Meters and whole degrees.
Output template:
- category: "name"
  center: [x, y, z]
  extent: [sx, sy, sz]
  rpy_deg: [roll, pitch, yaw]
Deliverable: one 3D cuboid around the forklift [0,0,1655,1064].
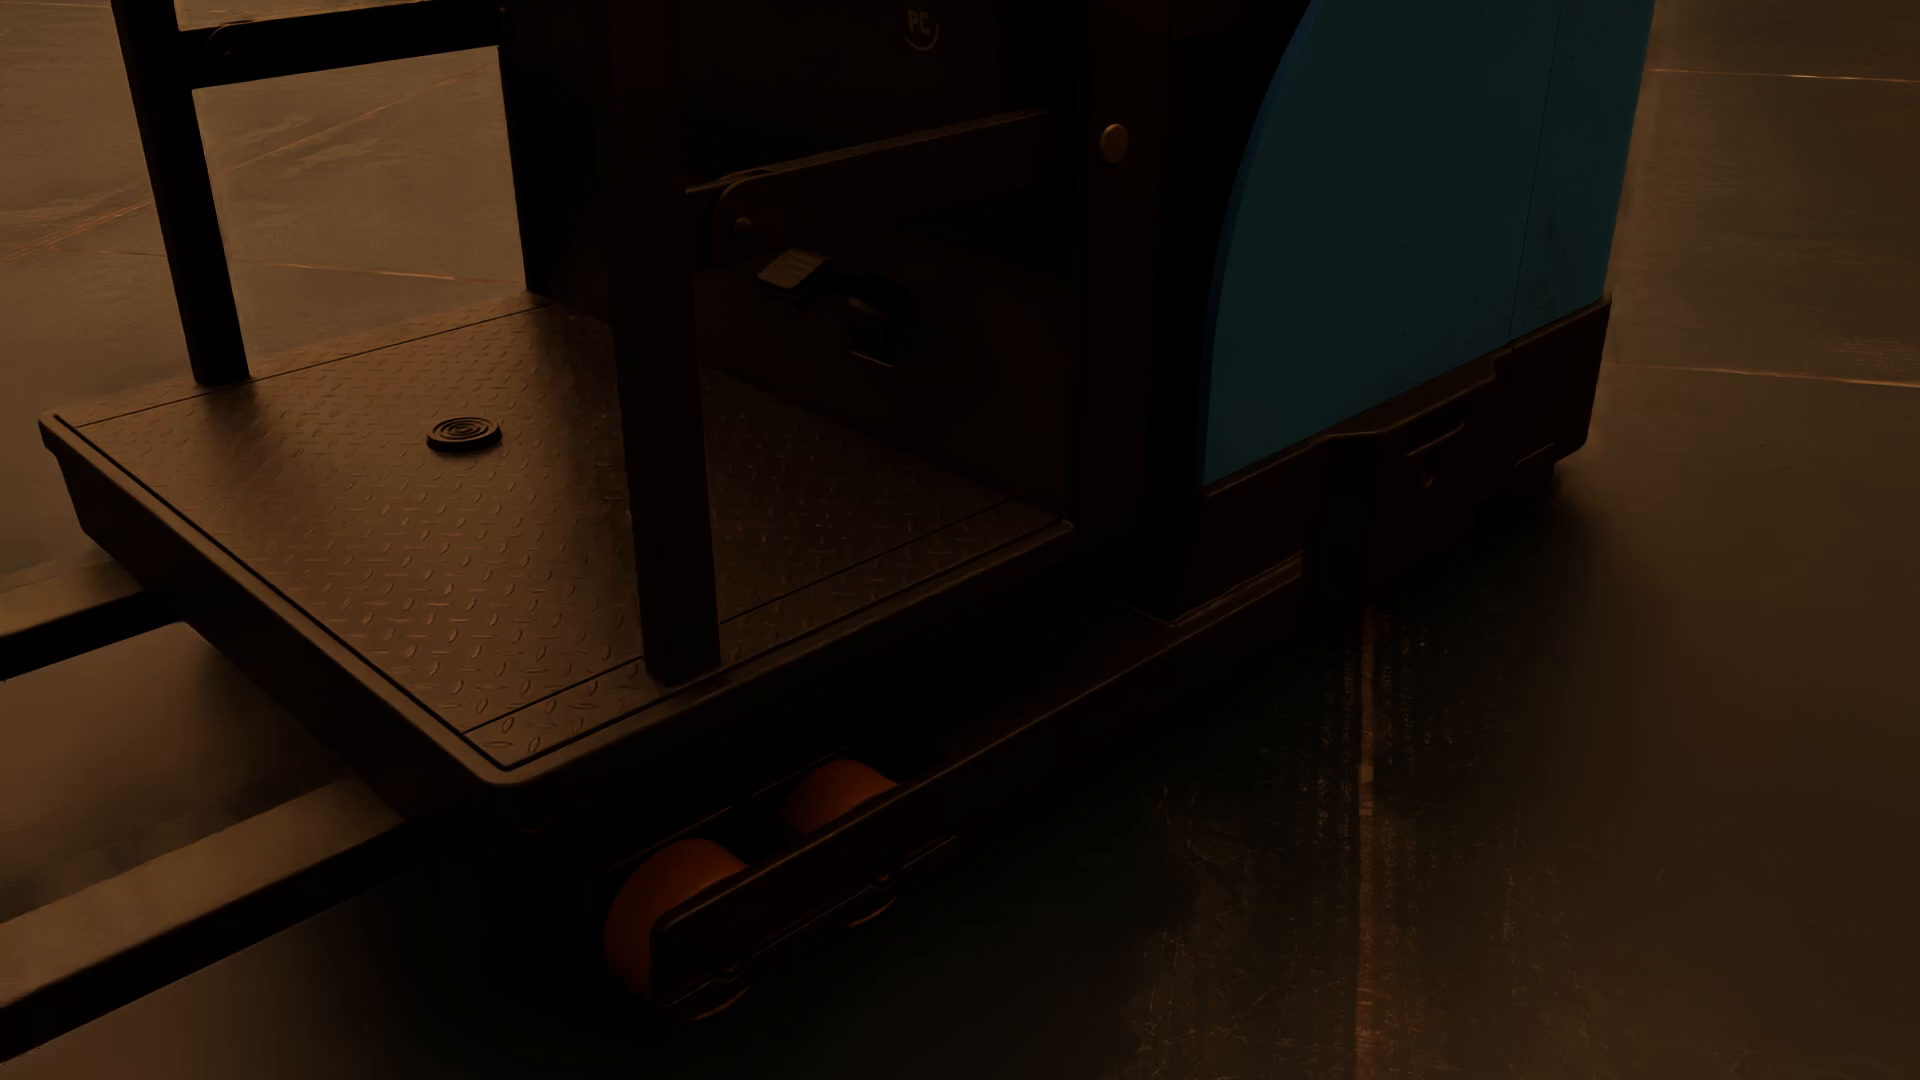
- category: "forklift"
  center: [-0.400, -1.115, 1.455]
  extent: [3.031, 2.935, 1.130]
  rpy_deg: [-24, 35, -39]
